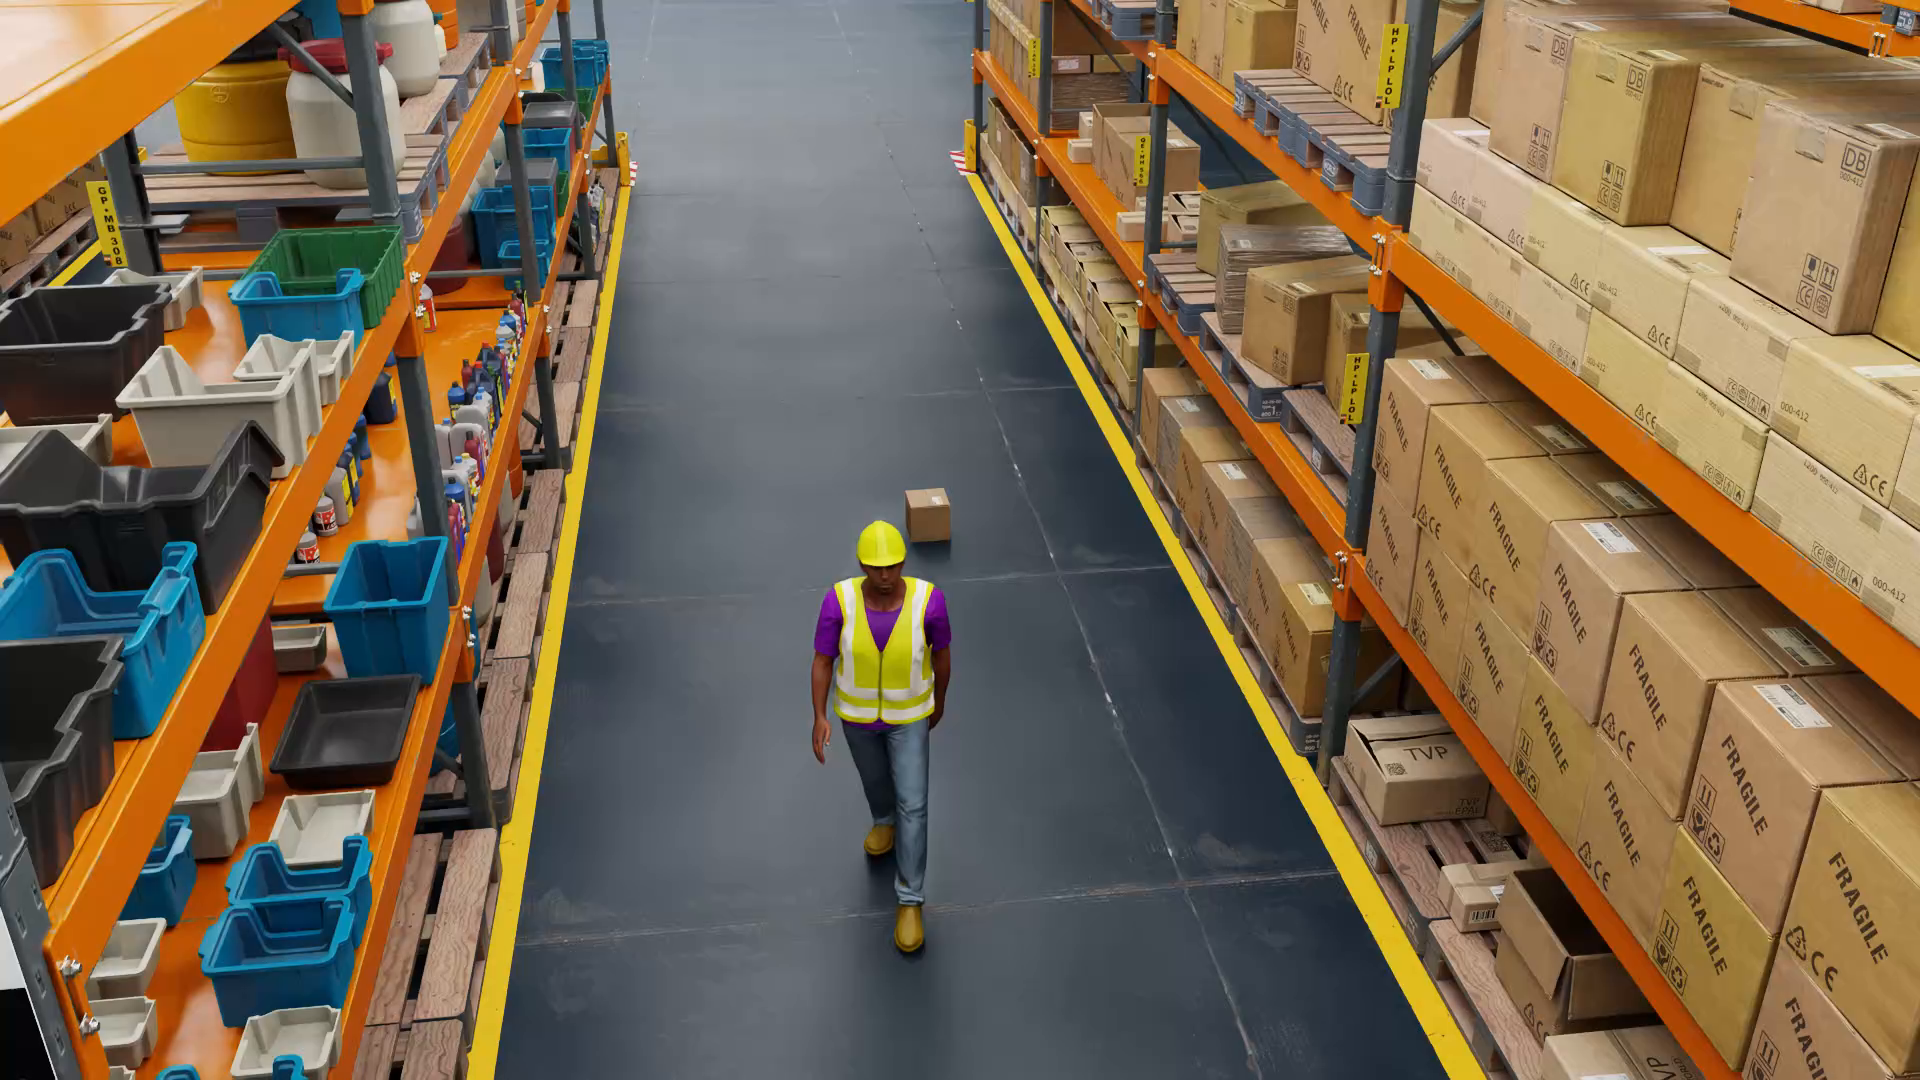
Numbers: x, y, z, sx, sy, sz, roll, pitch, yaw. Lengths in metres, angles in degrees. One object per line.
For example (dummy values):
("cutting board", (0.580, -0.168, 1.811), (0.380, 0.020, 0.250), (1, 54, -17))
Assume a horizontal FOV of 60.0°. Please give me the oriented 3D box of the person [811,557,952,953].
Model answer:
("person", (-0.342, 0.785, 7.055), (0.580, 1.679, 0.958), (2, 27, 4))
